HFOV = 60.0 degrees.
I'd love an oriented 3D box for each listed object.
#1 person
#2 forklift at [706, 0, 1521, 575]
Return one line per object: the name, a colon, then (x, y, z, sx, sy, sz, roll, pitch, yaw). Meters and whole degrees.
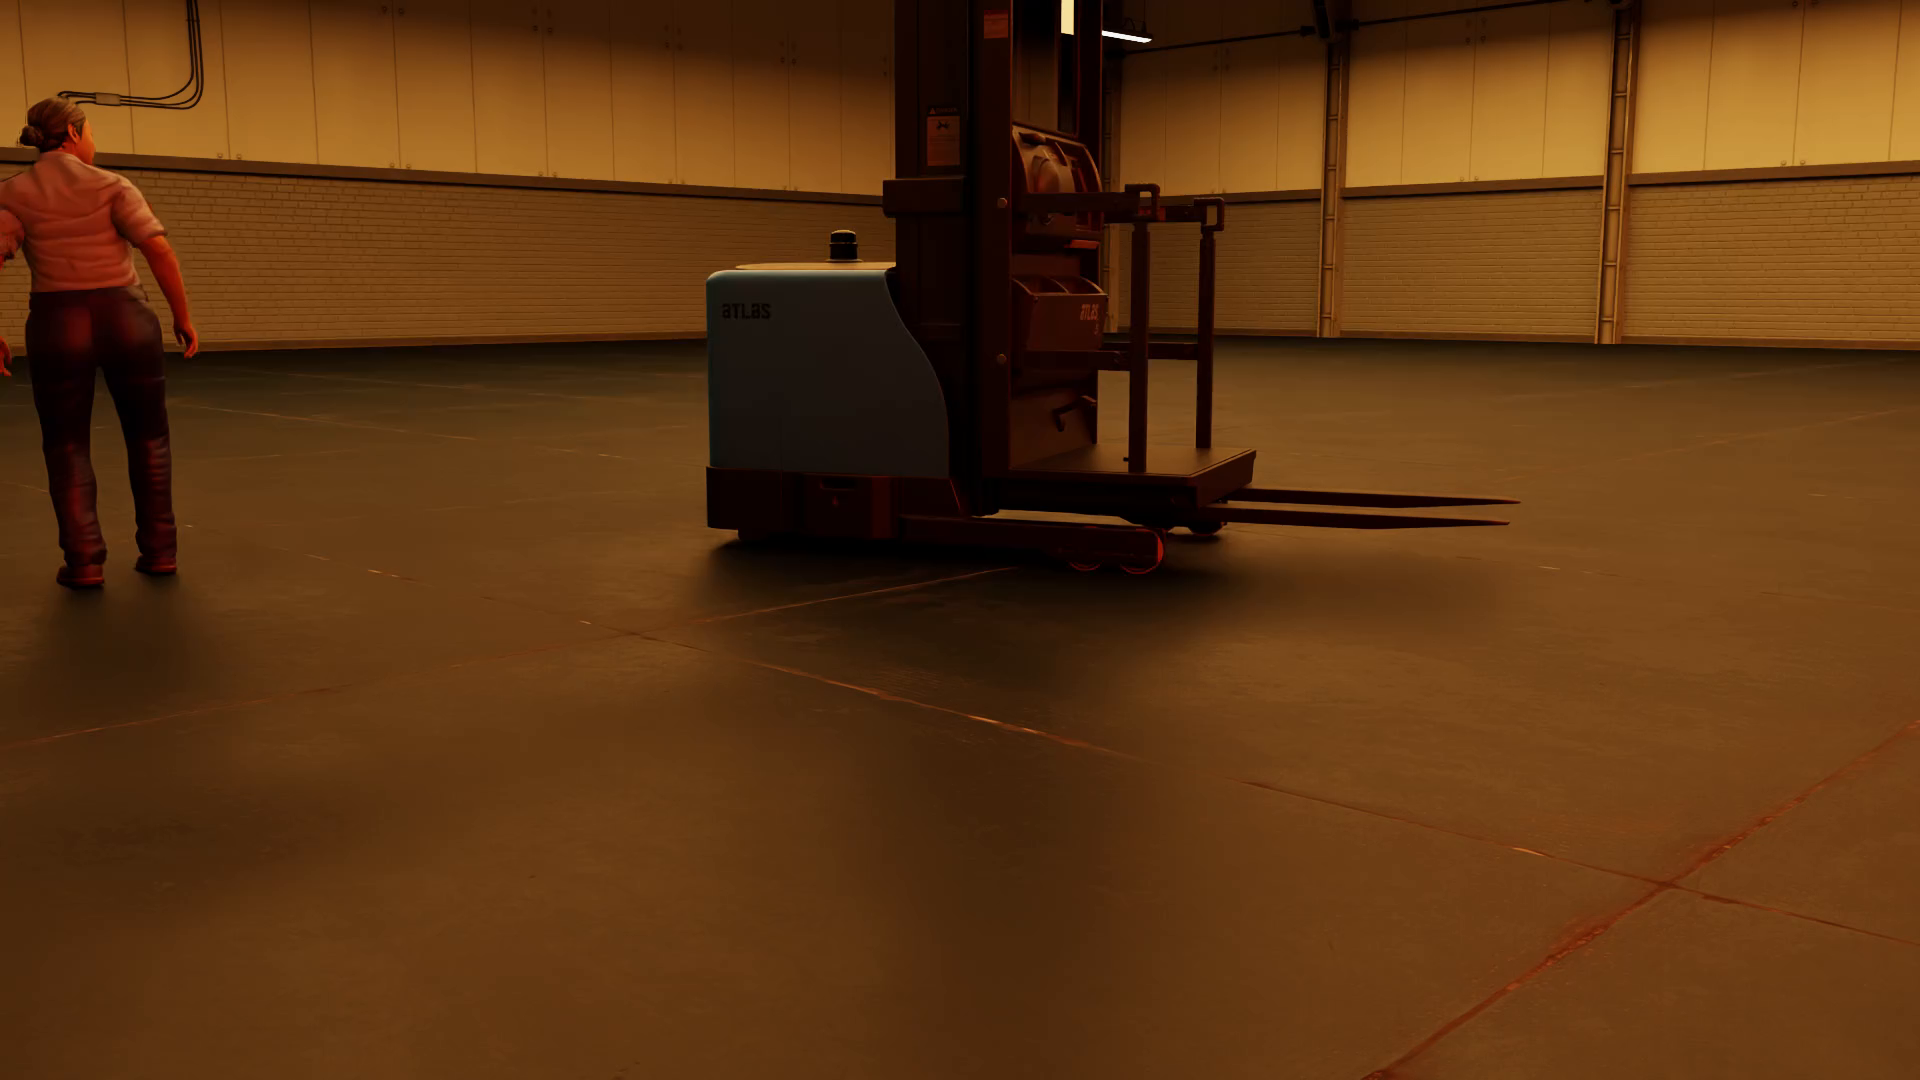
person: (-2.994, -0.677, 5.724, 0.672, 1.639, 0.469, -4, 10, -27)
forklift: (0.565, -1.416, 6.275, 3.031, 2.935, 1.130, 3, 9, 22)
